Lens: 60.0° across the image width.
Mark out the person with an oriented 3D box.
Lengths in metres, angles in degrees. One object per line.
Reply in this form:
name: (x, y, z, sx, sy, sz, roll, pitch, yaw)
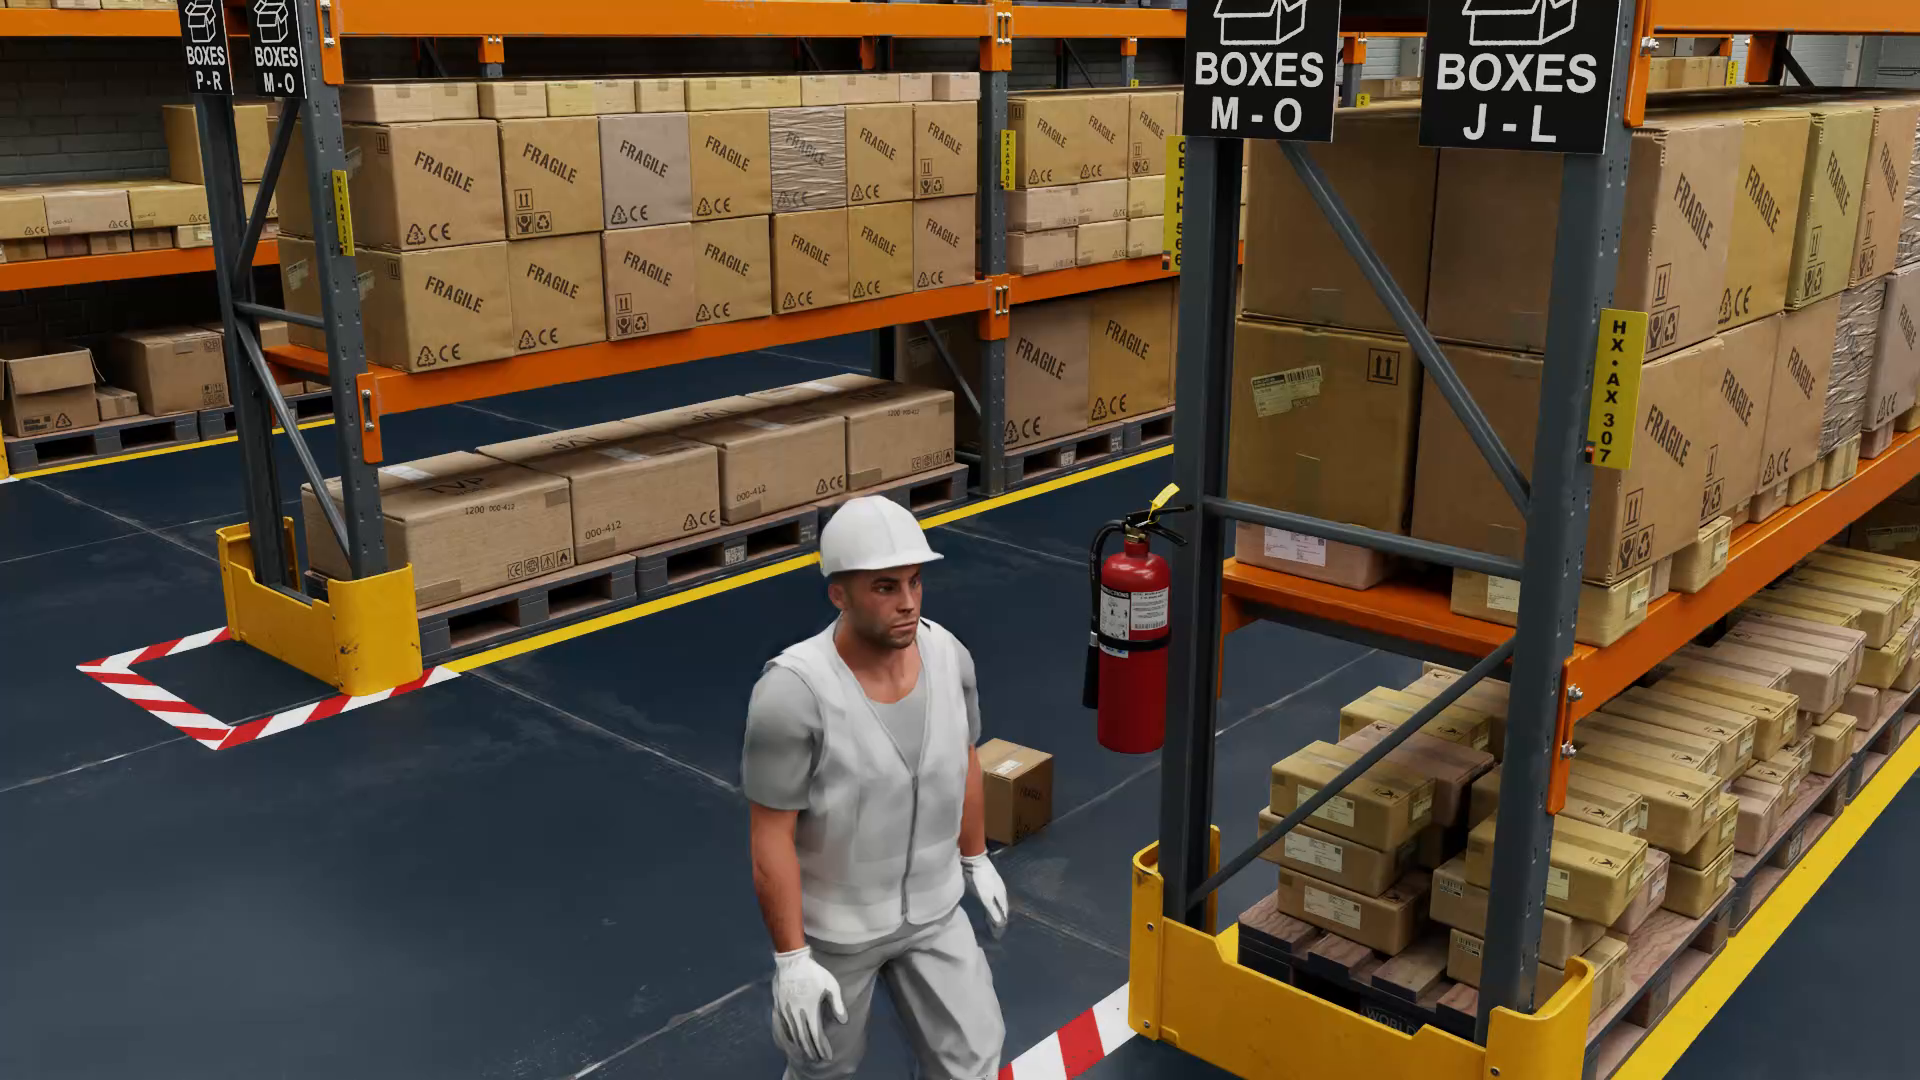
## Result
person: (-0.156, 0.789, 3.404, 0.657, 1.837, 0.615, -13, 21, -37)
